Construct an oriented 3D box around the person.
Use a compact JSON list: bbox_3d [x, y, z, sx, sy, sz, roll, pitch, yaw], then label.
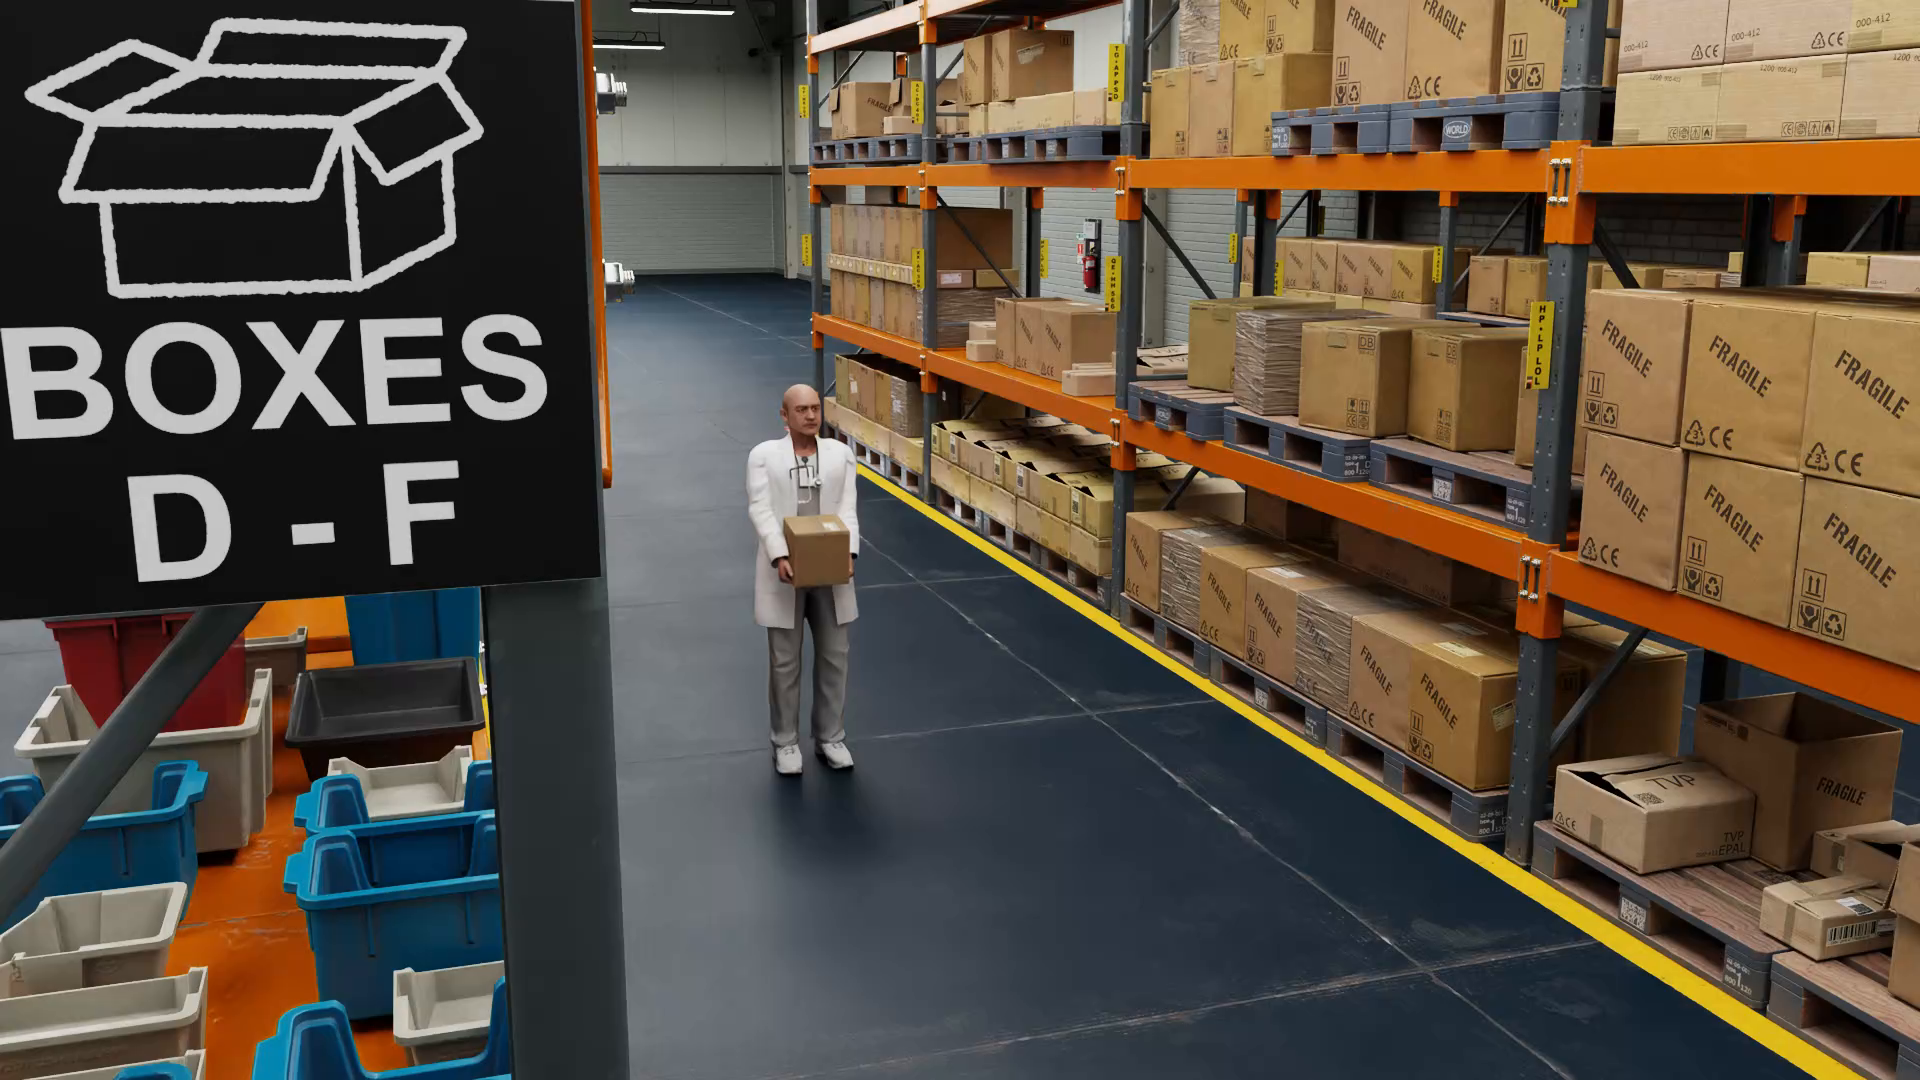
[{"bbox_3d":[-0.689,0.188,7.647,0.528,1.771,0.563,-4,13,-17],"label":"person"}]
